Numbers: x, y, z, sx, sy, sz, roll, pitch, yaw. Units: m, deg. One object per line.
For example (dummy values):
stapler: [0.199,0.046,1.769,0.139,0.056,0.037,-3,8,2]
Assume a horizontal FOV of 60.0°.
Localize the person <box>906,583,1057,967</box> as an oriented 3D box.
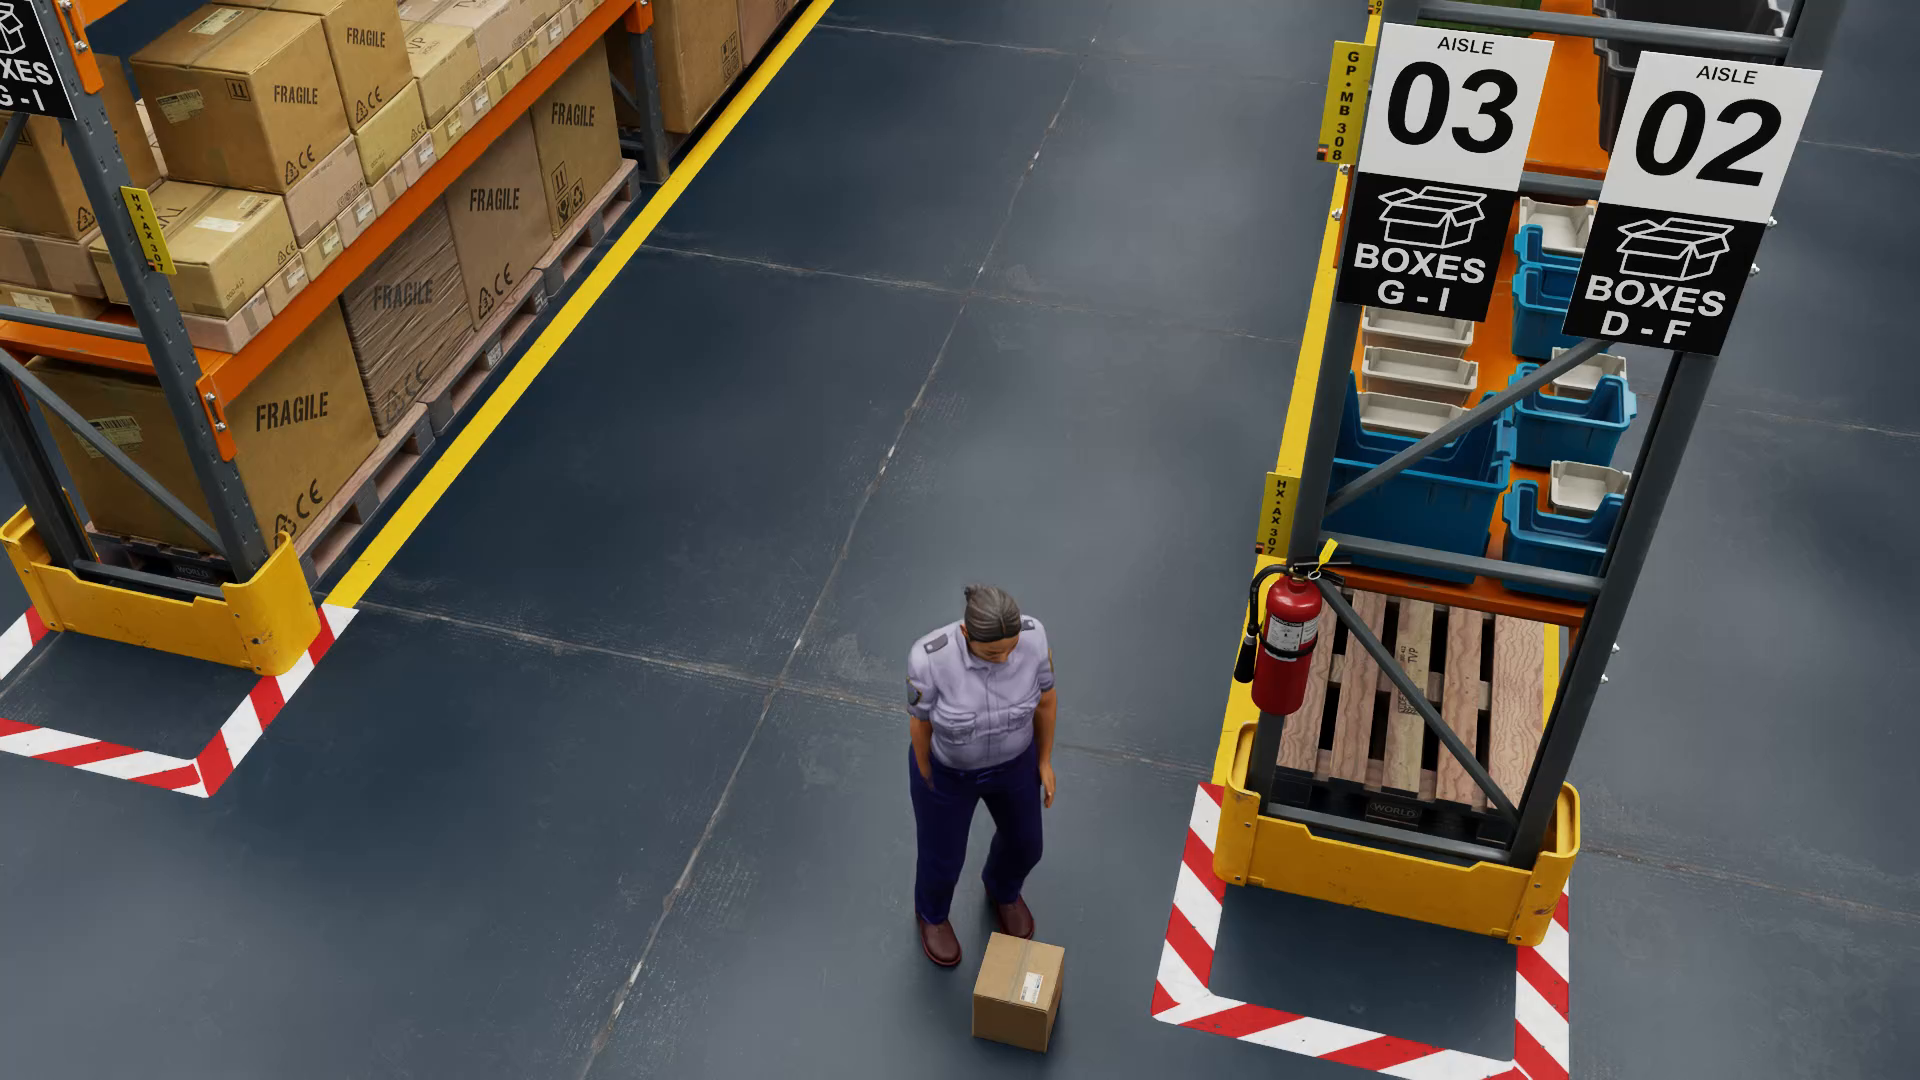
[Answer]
person: [0.072,0.731,5.372,0.486,1.612,0.355,-12,43,-14]
